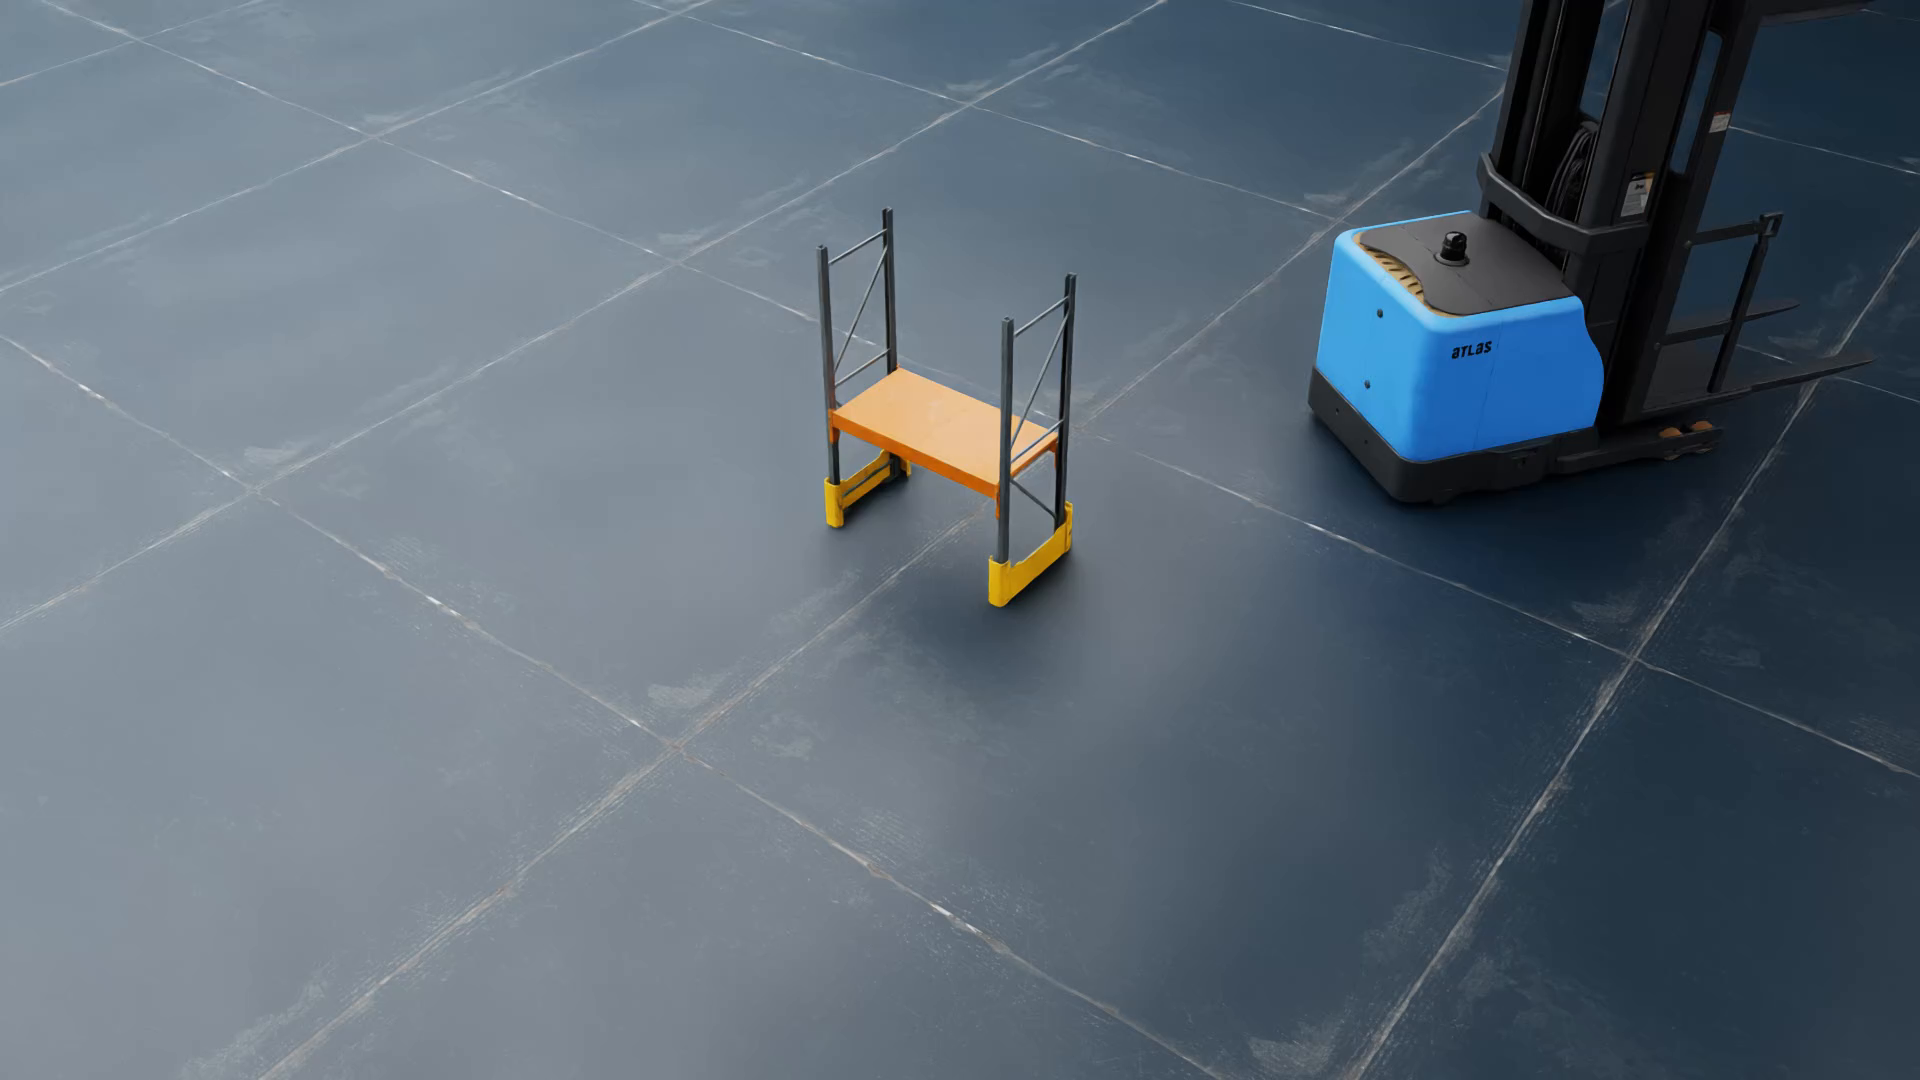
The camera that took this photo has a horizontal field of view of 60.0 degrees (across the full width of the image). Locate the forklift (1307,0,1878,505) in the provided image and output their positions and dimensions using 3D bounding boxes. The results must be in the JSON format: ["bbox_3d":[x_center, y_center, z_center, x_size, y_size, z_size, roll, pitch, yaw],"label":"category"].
[{"bbox_3d":[3.441,-1.867,8.118,3.031,2.935,1.130,-12,40,-15],"label":"forklift"}]

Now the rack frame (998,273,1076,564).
[{"bbox_3d":[0.336,-0.432,7.446,0.032,1.500,0.500,25,45,29],"label":"rack frame"}]

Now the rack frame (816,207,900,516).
[{"bbox_3d":[-0.472,-0.813,7.932,0.032,1.500,0.500,25,45,29],"label":"rack frame"}]

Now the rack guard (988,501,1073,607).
[{"bbox_3d":[0.335,0.060,7.832,0.087,0.250,0.587,25,45,29],"label":"rack guard"}]

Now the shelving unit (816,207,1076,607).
[{"bbox_3d":[-0.061,-0.619,7.685,1.083,1.500,0.587,25,45,29],"label":"shelving unit"}]

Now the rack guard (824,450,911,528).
[{"bbox_3d":[-0.456,-0.313,8.308,0.087,0.250,0.587,25,45,29],"label":"rack guard"}]

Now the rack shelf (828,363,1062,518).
[{"bbox_3d":[-0.068,-0.481,7.800,1.000,0.185,0.538,25,45,29],"label":"rack shelf"}]
